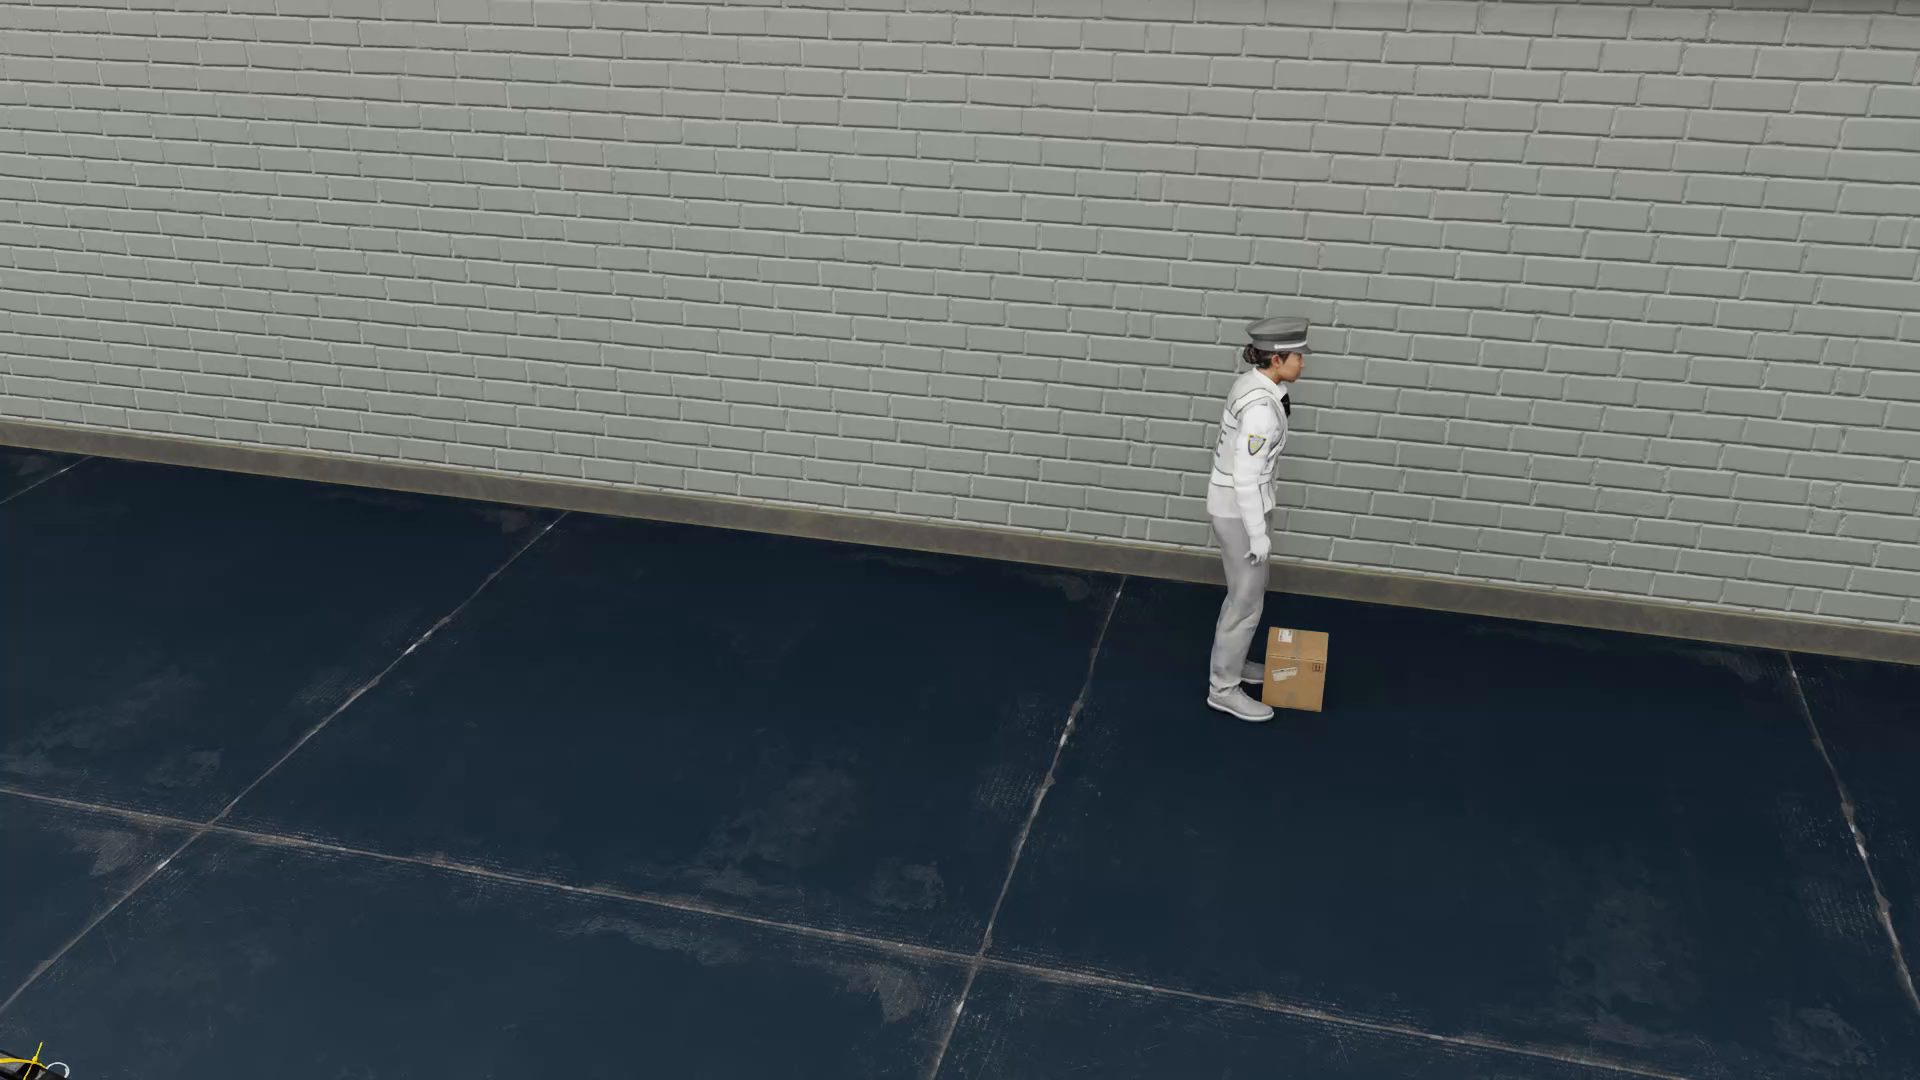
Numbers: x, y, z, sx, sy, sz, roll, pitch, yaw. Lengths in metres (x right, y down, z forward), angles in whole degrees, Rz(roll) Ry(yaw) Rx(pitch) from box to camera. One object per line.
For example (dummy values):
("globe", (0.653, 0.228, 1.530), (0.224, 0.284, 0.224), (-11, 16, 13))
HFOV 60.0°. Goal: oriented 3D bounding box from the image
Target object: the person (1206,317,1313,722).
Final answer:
("person", (1.196, -0.110, 6.833), (0.371, 1.666, 0.546), (5, 26, 11))
